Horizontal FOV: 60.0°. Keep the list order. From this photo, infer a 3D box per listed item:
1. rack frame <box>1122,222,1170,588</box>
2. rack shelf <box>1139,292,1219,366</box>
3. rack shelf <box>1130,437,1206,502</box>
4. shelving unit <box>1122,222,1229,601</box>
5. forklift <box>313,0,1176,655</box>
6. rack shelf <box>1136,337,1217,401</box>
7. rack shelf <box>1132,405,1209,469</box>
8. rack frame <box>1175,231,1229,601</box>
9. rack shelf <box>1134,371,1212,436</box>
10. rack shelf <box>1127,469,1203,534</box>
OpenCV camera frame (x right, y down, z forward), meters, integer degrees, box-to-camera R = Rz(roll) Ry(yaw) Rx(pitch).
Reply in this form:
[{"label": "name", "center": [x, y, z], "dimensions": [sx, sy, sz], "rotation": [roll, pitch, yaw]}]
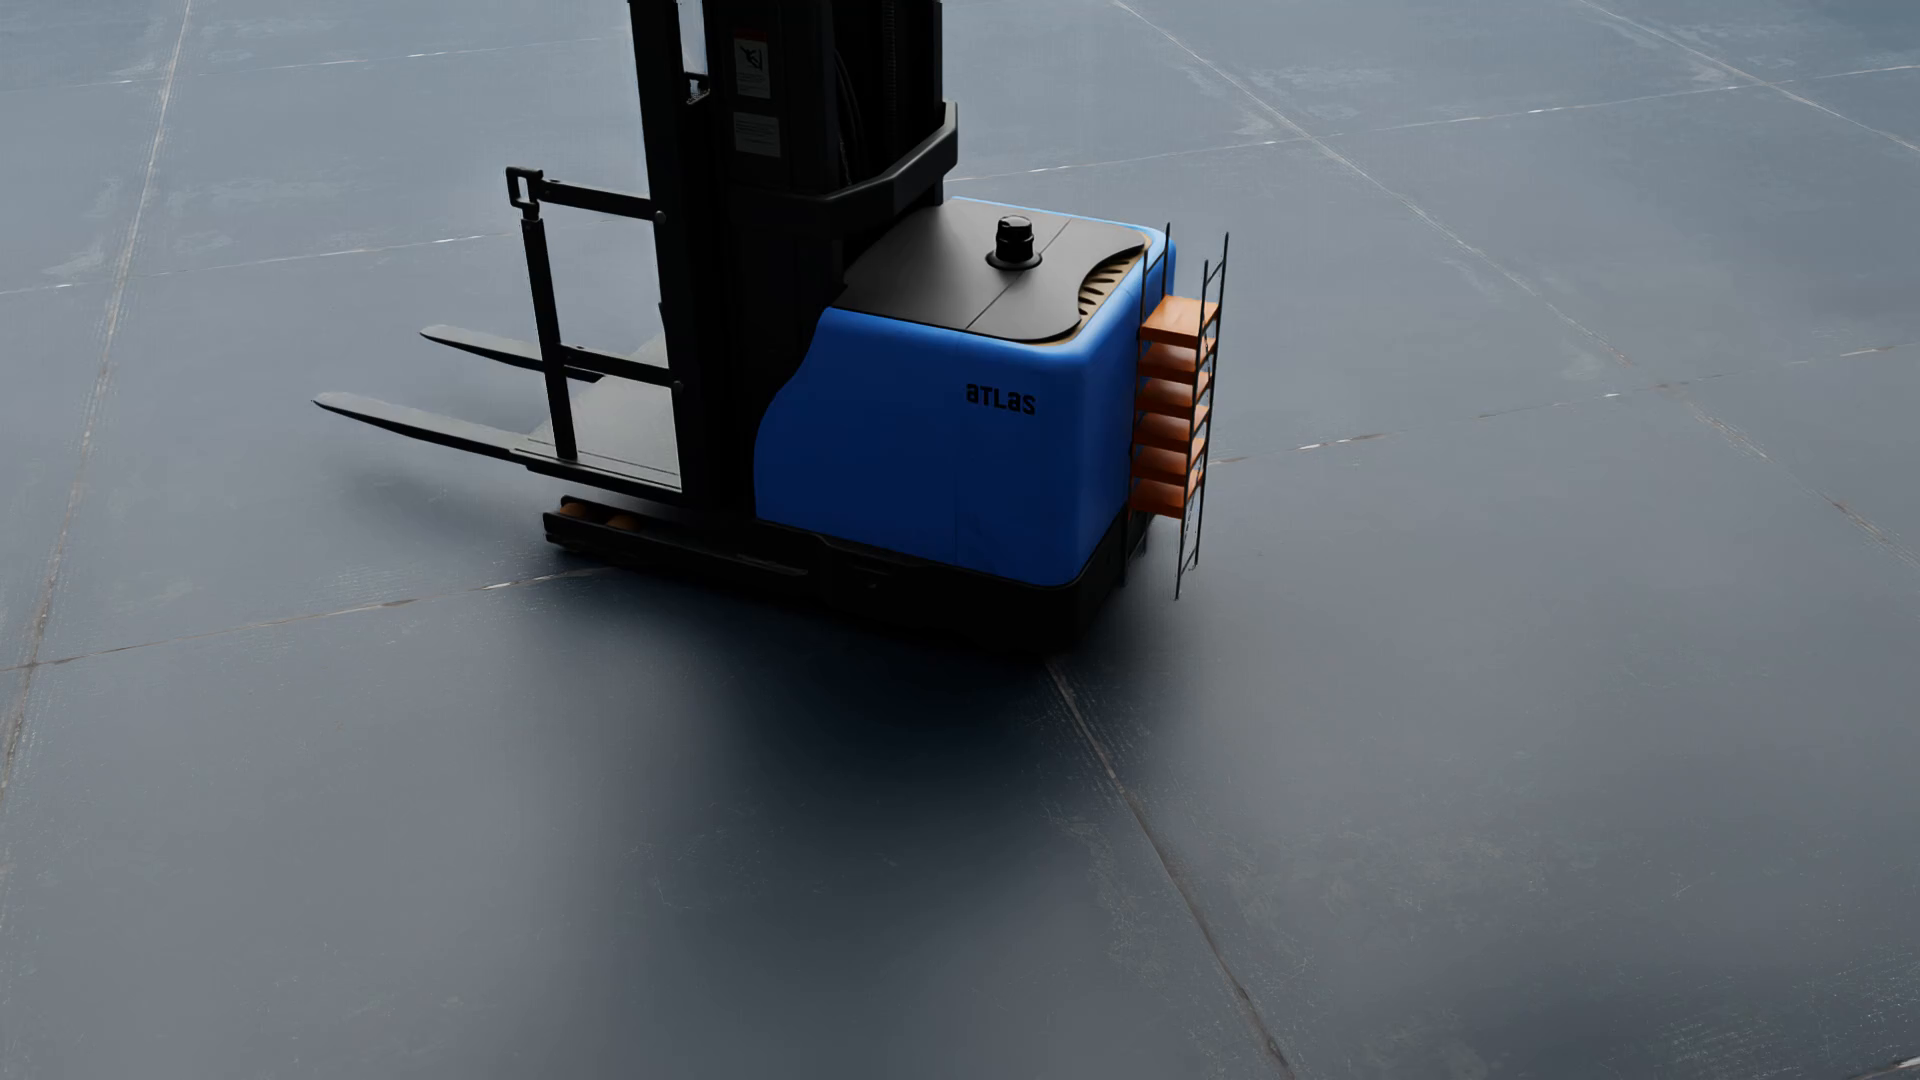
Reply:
[{"label": "rack frame", "center": [0.587, -0.402, 5.269], "dimensions": [0.006, 1.200, 0.240], "rotation": [13, 36, 19]}, {"label": "rack shelf", "center": [0.671, -0.645, 5.065], "dimensions": [0.180, 0.103, 0.258], "rotation": [13, 36, 19]}, {"label": "rack shelf", "center": [0.671, -0.245, 5.330], "dimensions": [0.180, 0.103, 0.258], "rotation": [13, 36, 19]}, {"label": "shelving unit", "center": [0.671, -0.382, 5.239], "dimensions": [0.189, 1.200, 0.258], "rotation": [13, 36, 19]}, {"label": "forklift", "center": [-0.863, -1.391, 5.197], "dimensions": [3.031, 2.935, 1.130], "rotation": [13, 36, 19]}, {"label": "rack shelf", "center": [0.671, -0.545, 5.132], "dimensions": [0.180, 0.103, 0.258], "rotation": [13, 36, 19]}, {"label": "rack shelf", "center": [0.671, -0.345, 5.264], "dimensions": [0.180, 0.103, 0.258], "rotation": [13, 36, 19]}, {"label": "rack frame", "center": [0.755, -0.362, 5.209], "dimensions": [0.006, 1.200, 0.240], "rotation": [13, 36, 19]}, {"label": "rack shelf", "center": [0.671, -0.445, 5.198], "dimensions": [0.180, 0.103, 0.258], "rotation": [13, 36, 19]}, {"label": "rack shelf", "center": [0.671, -0.144, 5.396], "dimensions": [0.180, 0.103, 0.258], "rotation": [13, 36, 19]}]
